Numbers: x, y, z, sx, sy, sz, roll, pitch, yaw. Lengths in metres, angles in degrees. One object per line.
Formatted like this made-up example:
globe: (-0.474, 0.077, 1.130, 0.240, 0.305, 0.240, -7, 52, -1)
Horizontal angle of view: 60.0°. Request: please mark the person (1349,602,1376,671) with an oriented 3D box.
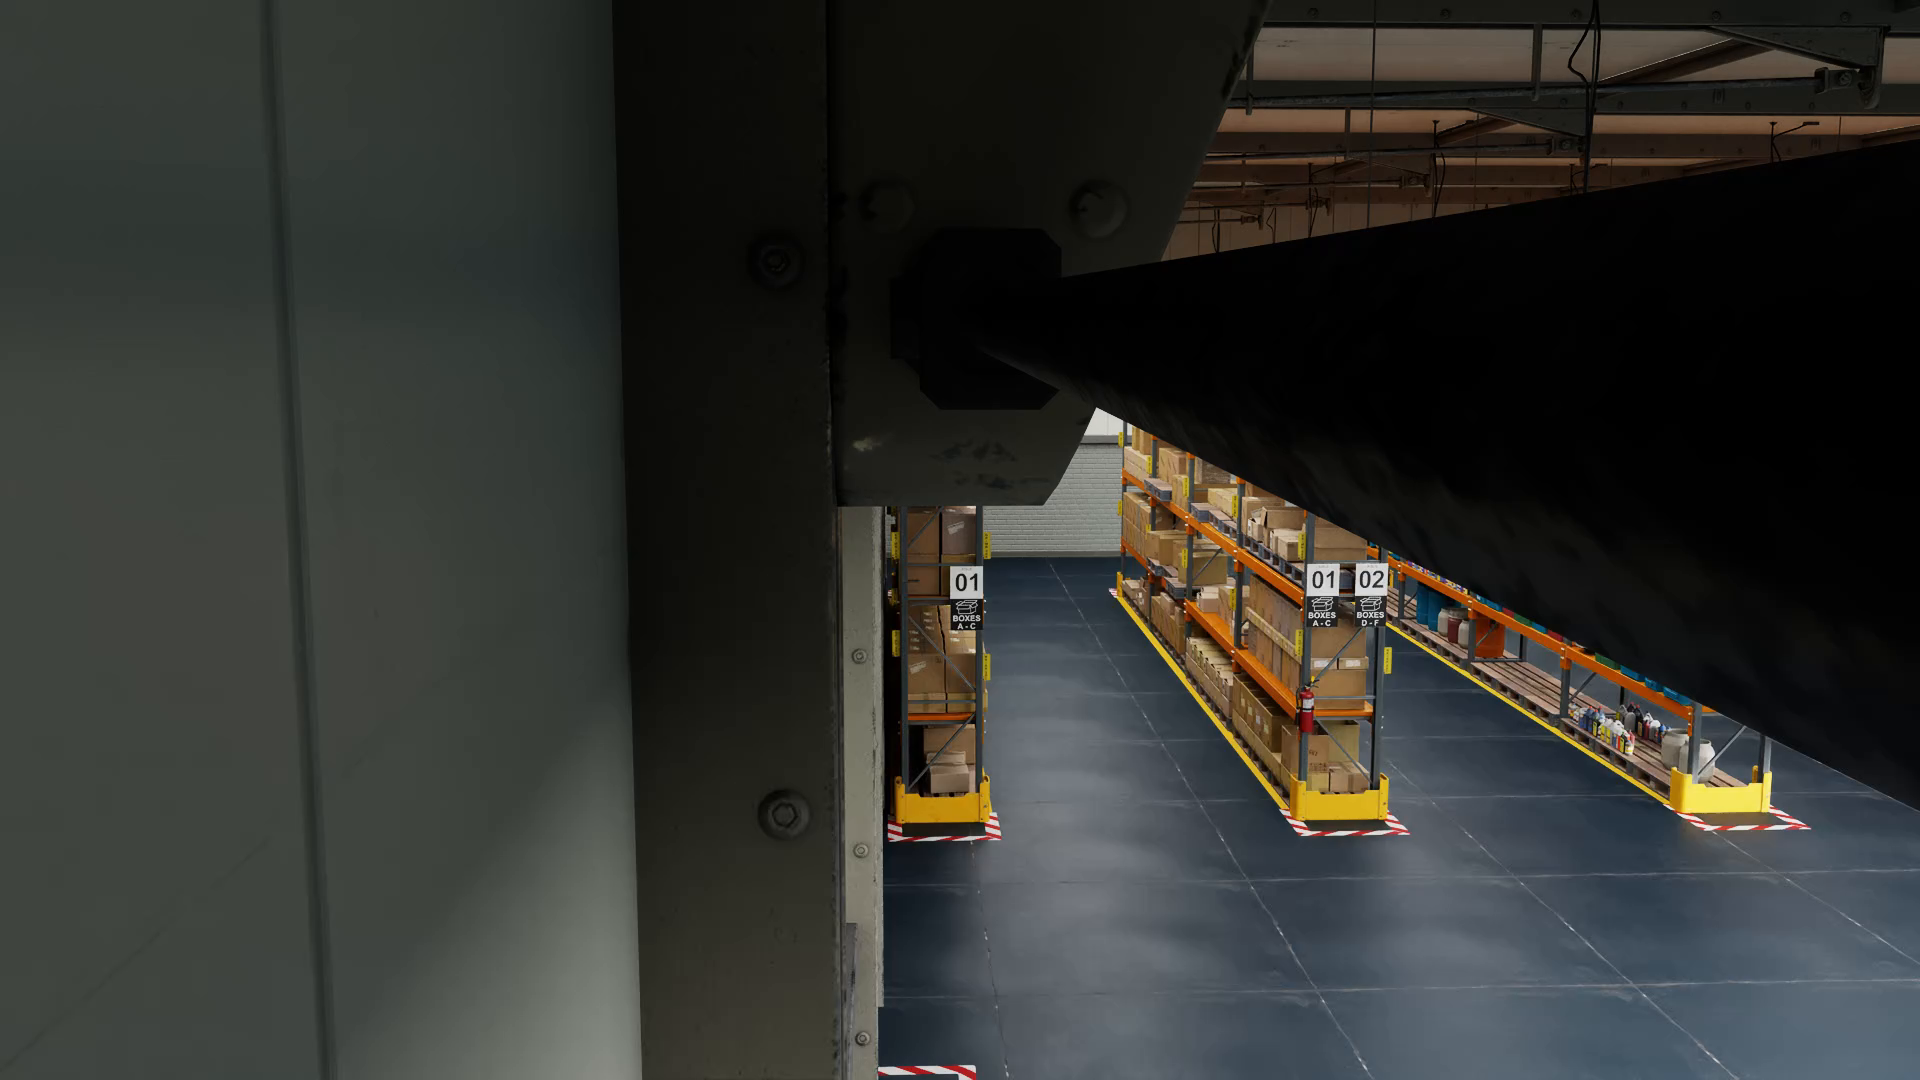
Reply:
person: (7.128, 1.429, 29.075, 0.533, 1.700, 0.712, -2, 8, -15)
